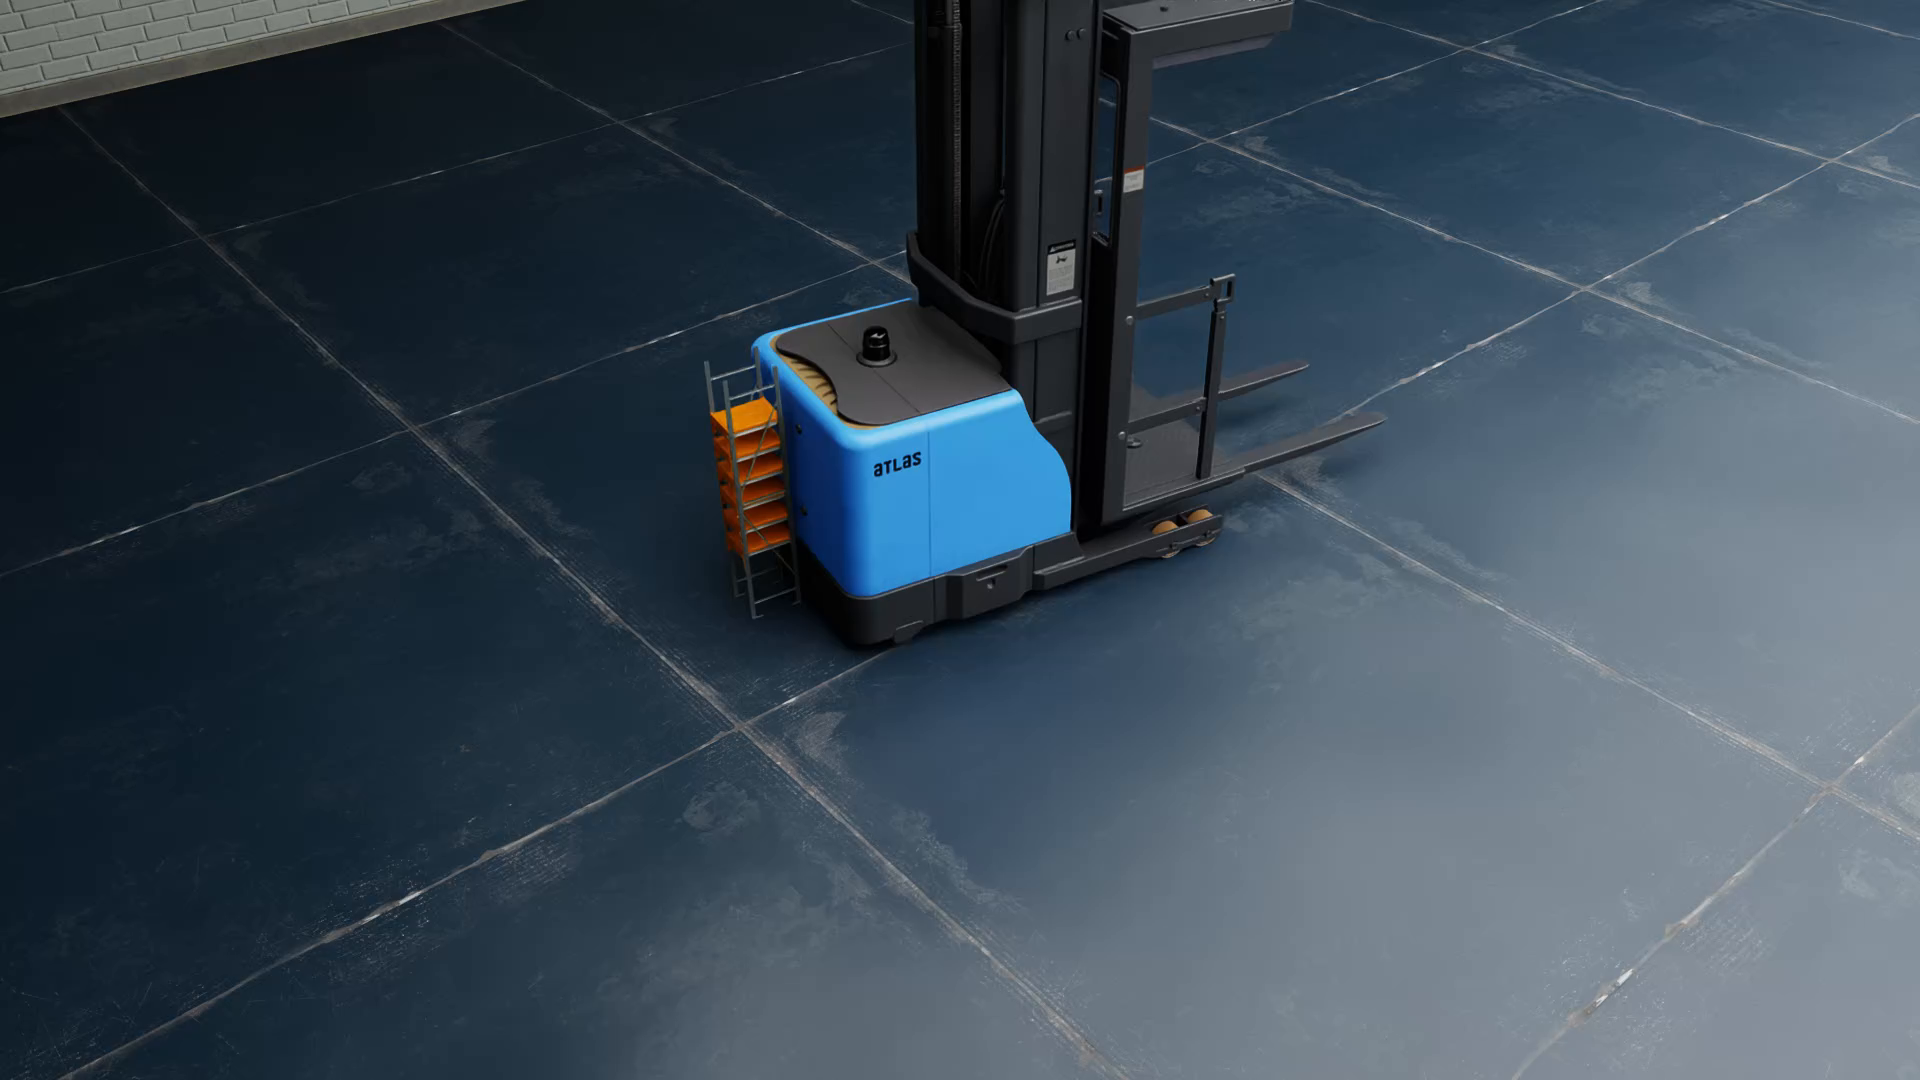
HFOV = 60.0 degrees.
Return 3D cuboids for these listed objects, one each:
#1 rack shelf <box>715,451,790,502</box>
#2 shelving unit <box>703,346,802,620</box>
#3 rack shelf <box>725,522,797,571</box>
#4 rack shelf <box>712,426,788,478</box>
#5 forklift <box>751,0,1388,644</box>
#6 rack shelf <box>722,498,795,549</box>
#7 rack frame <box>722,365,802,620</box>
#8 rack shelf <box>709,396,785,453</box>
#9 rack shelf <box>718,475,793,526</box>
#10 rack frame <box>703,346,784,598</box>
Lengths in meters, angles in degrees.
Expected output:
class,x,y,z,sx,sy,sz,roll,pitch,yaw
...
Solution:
class,x,y,z,sx,sy,sz,roll,pitch,yaw
rack shelf,-0.868,-0.282,6.973,0.258,0.103,0.180,-20,40,-24
shelving unit,-0.866,-0.221,7.017,0.258,1.200,0.189,-20,40,-24
rack shelf,-0.859,0.009,7.185,0.258,0.103,0.180,-20,40,-24
rack shelf,-0.870,-0.379,6.902,0.258,0.103,0.180,-20,40,-24
forklift,0.630,-1.364,7.139,3.031,2.935,1.130,-18,39,-23
rack shelf,-0.862,-0.088,7.114,0.258,0.103,0.180,-20,40,-24
rack frame,-0.819,-0.175,6.953,0.240,1.200,0.006,-20,40,-24
rack shelf,-0.873,-0.476,6.832,0.258,0.103,0.180,-20,40,-24
rack shelf,-0.865,-0.185,7.044,0.258,0.103,0.180,-20,40,-24
rack frame,-0.912,-0.266,7.082,0.240,1.200,0.006,-20,40,-24
